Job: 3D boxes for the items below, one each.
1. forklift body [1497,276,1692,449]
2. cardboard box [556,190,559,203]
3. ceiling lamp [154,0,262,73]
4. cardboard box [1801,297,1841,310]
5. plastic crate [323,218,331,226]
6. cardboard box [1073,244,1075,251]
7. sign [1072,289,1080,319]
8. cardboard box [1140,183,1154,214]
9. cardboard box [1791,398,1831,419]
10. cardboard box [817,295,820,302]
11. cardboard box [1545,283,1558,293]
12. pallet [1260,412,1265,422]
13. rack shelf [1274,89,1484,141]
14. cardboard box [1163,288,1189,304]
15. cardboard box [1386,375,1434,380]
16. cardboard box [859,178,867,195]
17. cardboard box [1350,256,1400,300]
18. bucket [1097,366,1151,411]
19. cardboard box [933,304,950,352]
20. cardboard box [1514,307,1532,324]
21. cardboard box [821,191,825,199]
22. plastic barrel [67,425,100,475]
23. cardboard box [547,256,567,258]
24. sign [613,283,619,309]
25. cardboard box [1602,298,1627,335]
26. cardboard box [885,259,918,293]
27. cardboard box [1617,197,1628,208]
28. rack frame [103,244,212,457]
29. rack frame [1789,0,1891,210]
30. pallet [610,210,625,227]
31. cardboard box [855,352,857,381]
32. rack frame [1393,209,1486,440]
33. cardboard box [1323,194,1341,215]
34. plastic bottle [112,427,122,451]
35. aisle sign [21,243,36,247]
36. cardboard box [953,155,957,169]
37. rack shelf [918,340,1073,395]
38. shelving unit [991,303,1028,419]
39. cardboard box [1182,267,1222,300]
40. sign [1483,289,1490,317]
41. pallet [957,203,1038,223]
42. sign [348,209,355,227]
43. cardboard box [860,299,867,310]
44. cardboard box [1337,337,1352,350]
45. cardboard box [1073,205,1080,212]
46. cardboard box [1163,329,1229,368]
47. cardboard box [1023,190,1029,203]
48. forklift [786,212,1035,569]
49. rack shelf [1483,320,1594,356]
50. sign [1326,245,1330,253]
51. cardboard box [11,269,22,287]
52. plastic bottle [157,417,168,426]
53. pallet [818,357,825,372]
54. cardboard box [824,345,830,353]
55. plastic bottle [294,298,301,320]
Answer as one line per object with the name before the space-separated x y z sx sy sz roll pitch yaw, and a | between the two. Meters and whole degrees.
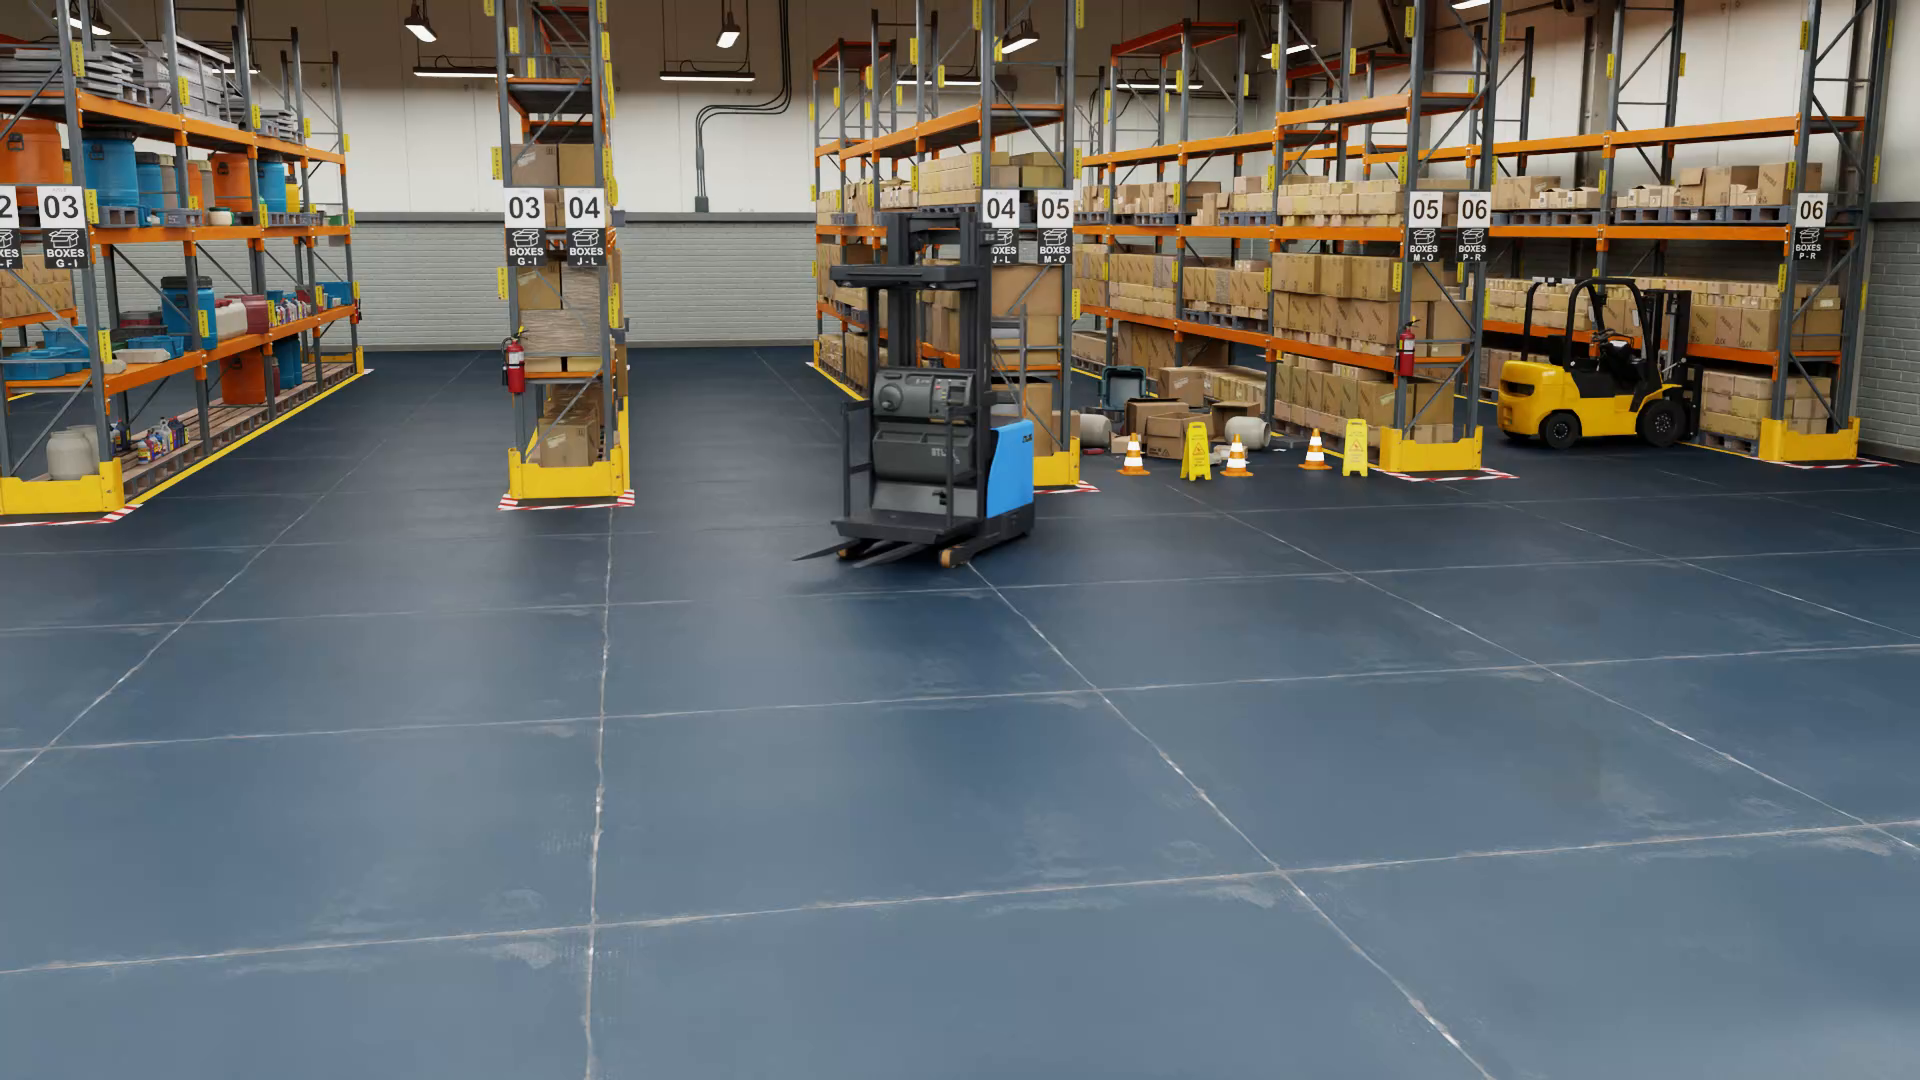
forklift body | 8.267 -2.347 21.774 2.313 2.155 1.214 -2 11 -11
cardboard box | -4.618 -3.769 18.290 0.380 0.149 0.250 -2 11 -10
ceiling lamp | -15.060 -10.913 32.853 2.000 3.185 0.800 -2 11 -11
cardboard box | 10.614 -2.922 20.523 0.380 0.149 0.250 -2 11 -12
plastic crate | -11.488 -5.669 29.643 0.437 0.136 0.530 -2 11 -11
cardboard box | 2.474 -5.828 33.119 0.380 0.149 0.250 -2 11 -10
sign | 1.267 -2.586 18.233 0.100 0.325 0.005 -2 11 -11
cardboard box | 3.374 -5.810 28.287 0.500 0.500 0.500 -2 11 -10
cardboard box | 10.538 -1.677 20.880 0.500 0.250 0.500 -2 11 -10
cardboard box | -2.649 -4.842 33.287 0.380 0.149 0.250 -2 11 -11
cardboard box | 9.129 -3.826 25.271 0.380 0.149 0.250 -2 11 -12
pallet | 4.627 -1.808 24.129 1.003 0.211 1.213 -2 11 -11
rack shelf | 5.169 -5.260 20.698 1.077 0.370 4.000 -2 11 -11
cardboard box | 3.658 -4.020 27.359 0.500 0.250 0.500 -2 11 -11
cardboard box | 5.561 -1.783 20.768 0.500 0.500 0.500 -3 11 -13
cardboard box | -1.438 -5.768 27.144 0.396 0.266 0.258 -2 11 -11
cardboard box | 5.153 -3.166 20.073 0.700 0.500 0.500 -2 11 -10
bucket | 2.232 -2.034 22.549 0.726 0.611 0.620 2 1 9
cardboard box | 0.146 -2.639 20.640 0.875 0.550 0.550 -2 11 -11
cardboard box | 9.016 -3.504 25.984 0.500 0.250 0.500 -2 11 -9
cardboard box | -2.491 -6.666 32.174 0.380 0.149 0.250 -2 11 -10
plastic barrel | -9.322 -0.955 17.720 0.421 0.512 0.421 0 11 0
cardboard box | -5.004 -3.177 20.131 0.500 0.500 0.500 -2 11 -11
sign | -4.410 -3.121 21.255 0.100 0.325 0.005 -2 11 -11
cardboard box | 9.478 -3.174 23.584 0.500 0.500 0.500 -2 11 -13
cardboard box | -0.757 -4.027 25.393 0.700 0.500 0.500 -2 11 -11
cardboard box | 9.437 -4.728 23.275 0.380 0.149 0.250 -2 11 -10
rack frame | -9.800 -2.494 20.279 1.000 3.000 0.127 -2 11 -11
rack frame | 10.426 -5.429 19.655 1.000 3.000 0.127 -2 11 -11
pallet | -4.957 -4.173 21.578 1.213 0.211 1.003 -2 11 -11
cardboard box | -1.509 -2.944 28.204 0.500 0.500 0.500 -2 11 -10
rack frame | 5.558 -2.301 19.264 1.000 3.000 0.127 -2 11 -11
cardboard box | 4.891 -4.211 20.882 0.500 0.250 0.500 -2 11 -10
plastic bottle | -9.903 -1.185 19.519 0.097 0.271 0.097 0 11 0
aisle sign | -17.294 -5.795 30.666 0.394 0.787 0.004 -2 11 -11
cardboard box | 0.127 -4.335 19.079 0.380 0.149 0.250 -2 11 -11
rack shelf | 0.333 -2.116 20.216 1.077 0.370 4.000 -2 11 -11
shelving unit | 0.414 -1.189 15.827 0.431 2.100 0.503 1 11 6
cardboard box | 3.862 -4.079 26.419 0.500 0.500 0.500 -2 11 -13
sign | 6.090 -2.746 19.287 0.100 0.325 0.005 -2 11 -11
pallet | 0.567 -3.668 18.662 1.003 0.211 1.213 -2 11 -11
sign | -11.597 -6.140 31.692 0.100 0.325 0.005 -2 11 -11
cardboard box | -1.381 -3.727 26.302 0.380 0.149 0.250 -2 11 -10
cardboard box | 4.958 -2.471 20.826 0.380 0.149 0.250 -2 11 -12
cardboard box | 2.432 -6.633 33.284 0.380 0.149 0.250 -2 11 -9
cardboard box | 3.949 -3.061 27.814 0.875 0.875 0.875 -2 11 -12
cardboard box | 0.919 -3.829 18.553 0.380 0.149 0.250 -2 11 -10
forklift | -0.412 -1.291 14.139 1.130 2.935 3.031 5 12 26
rack shelf | 9.259 -3.229 26.065 1.077 0.370 4.000 -2 11 -11
sign | 7.862 -6.157 35.583 0.100 0.325 0.005 -2 11 -11
cardboard box | -16.131 -4.514 27.947 0.500 0.500 0.500 -2 11 -13
plastic bottle | -9.533 -1.296 19.892 0.144 0.351 0.185 -2 11 -11
pallet | -2.252 -3.503 33.037 1.003 0.211 1.213 -2 11 -11
cardboard box | -2.464 -3.739 32.523 0.380 0.149 0.250 -2 11 -9
plastic bottle | -10.856 -3.781 27.169 0.144 0.351 0.185 -2 11 -11
